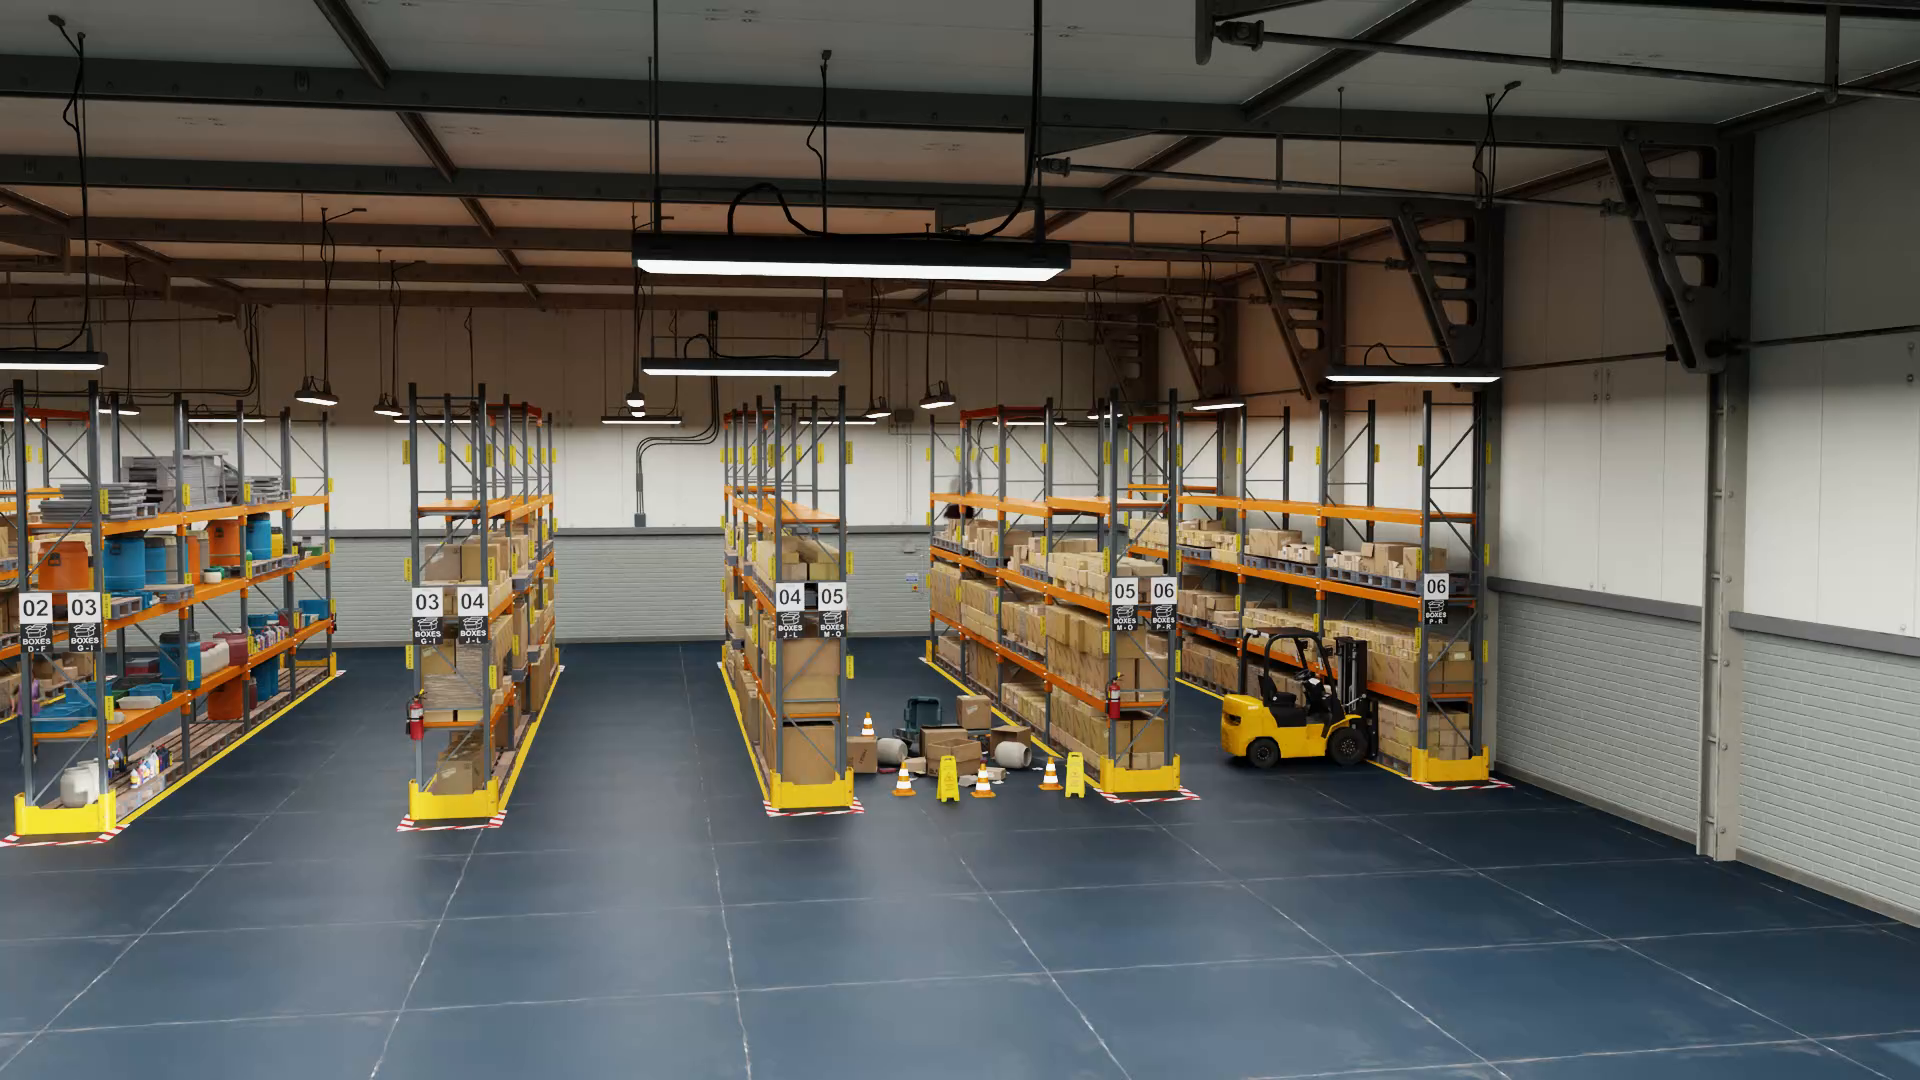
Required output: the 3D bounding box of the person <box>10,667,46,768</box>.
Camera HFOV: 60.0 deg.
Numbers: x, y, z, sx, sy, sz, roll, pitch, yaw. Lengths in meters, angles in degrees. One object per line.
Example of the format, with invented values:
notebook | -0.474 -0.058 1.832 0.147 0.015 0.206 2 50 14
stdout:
person | -14.997 2.846 26.771 0.505 1.623 0.688 -2 3 -31
